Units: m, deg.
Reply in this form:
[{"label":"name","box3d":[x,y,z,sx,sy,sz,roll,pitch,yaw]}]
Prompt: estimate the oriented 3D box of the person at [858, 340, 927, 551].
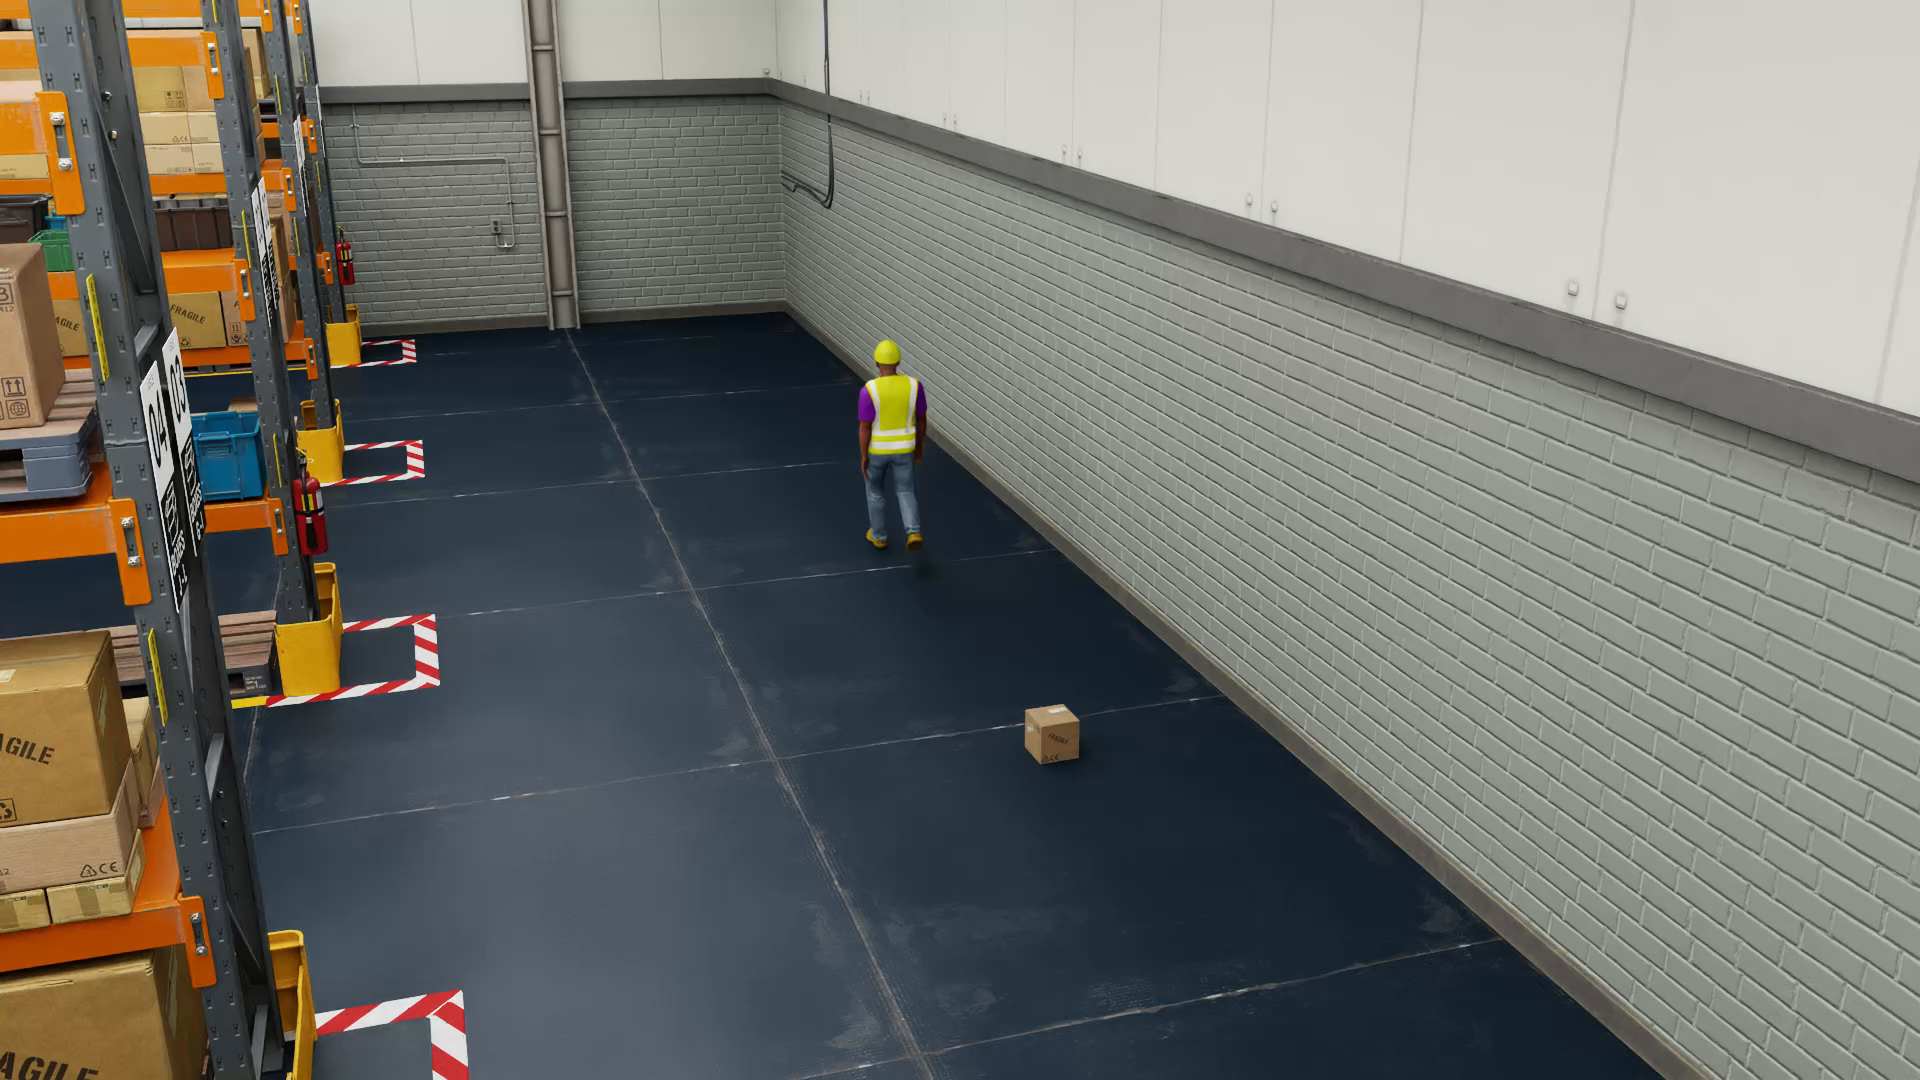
[{"label":"person","box3d":[-0.530,-0.719,13.094,0.569,1.741,0.880,-5,20,-15]}]
